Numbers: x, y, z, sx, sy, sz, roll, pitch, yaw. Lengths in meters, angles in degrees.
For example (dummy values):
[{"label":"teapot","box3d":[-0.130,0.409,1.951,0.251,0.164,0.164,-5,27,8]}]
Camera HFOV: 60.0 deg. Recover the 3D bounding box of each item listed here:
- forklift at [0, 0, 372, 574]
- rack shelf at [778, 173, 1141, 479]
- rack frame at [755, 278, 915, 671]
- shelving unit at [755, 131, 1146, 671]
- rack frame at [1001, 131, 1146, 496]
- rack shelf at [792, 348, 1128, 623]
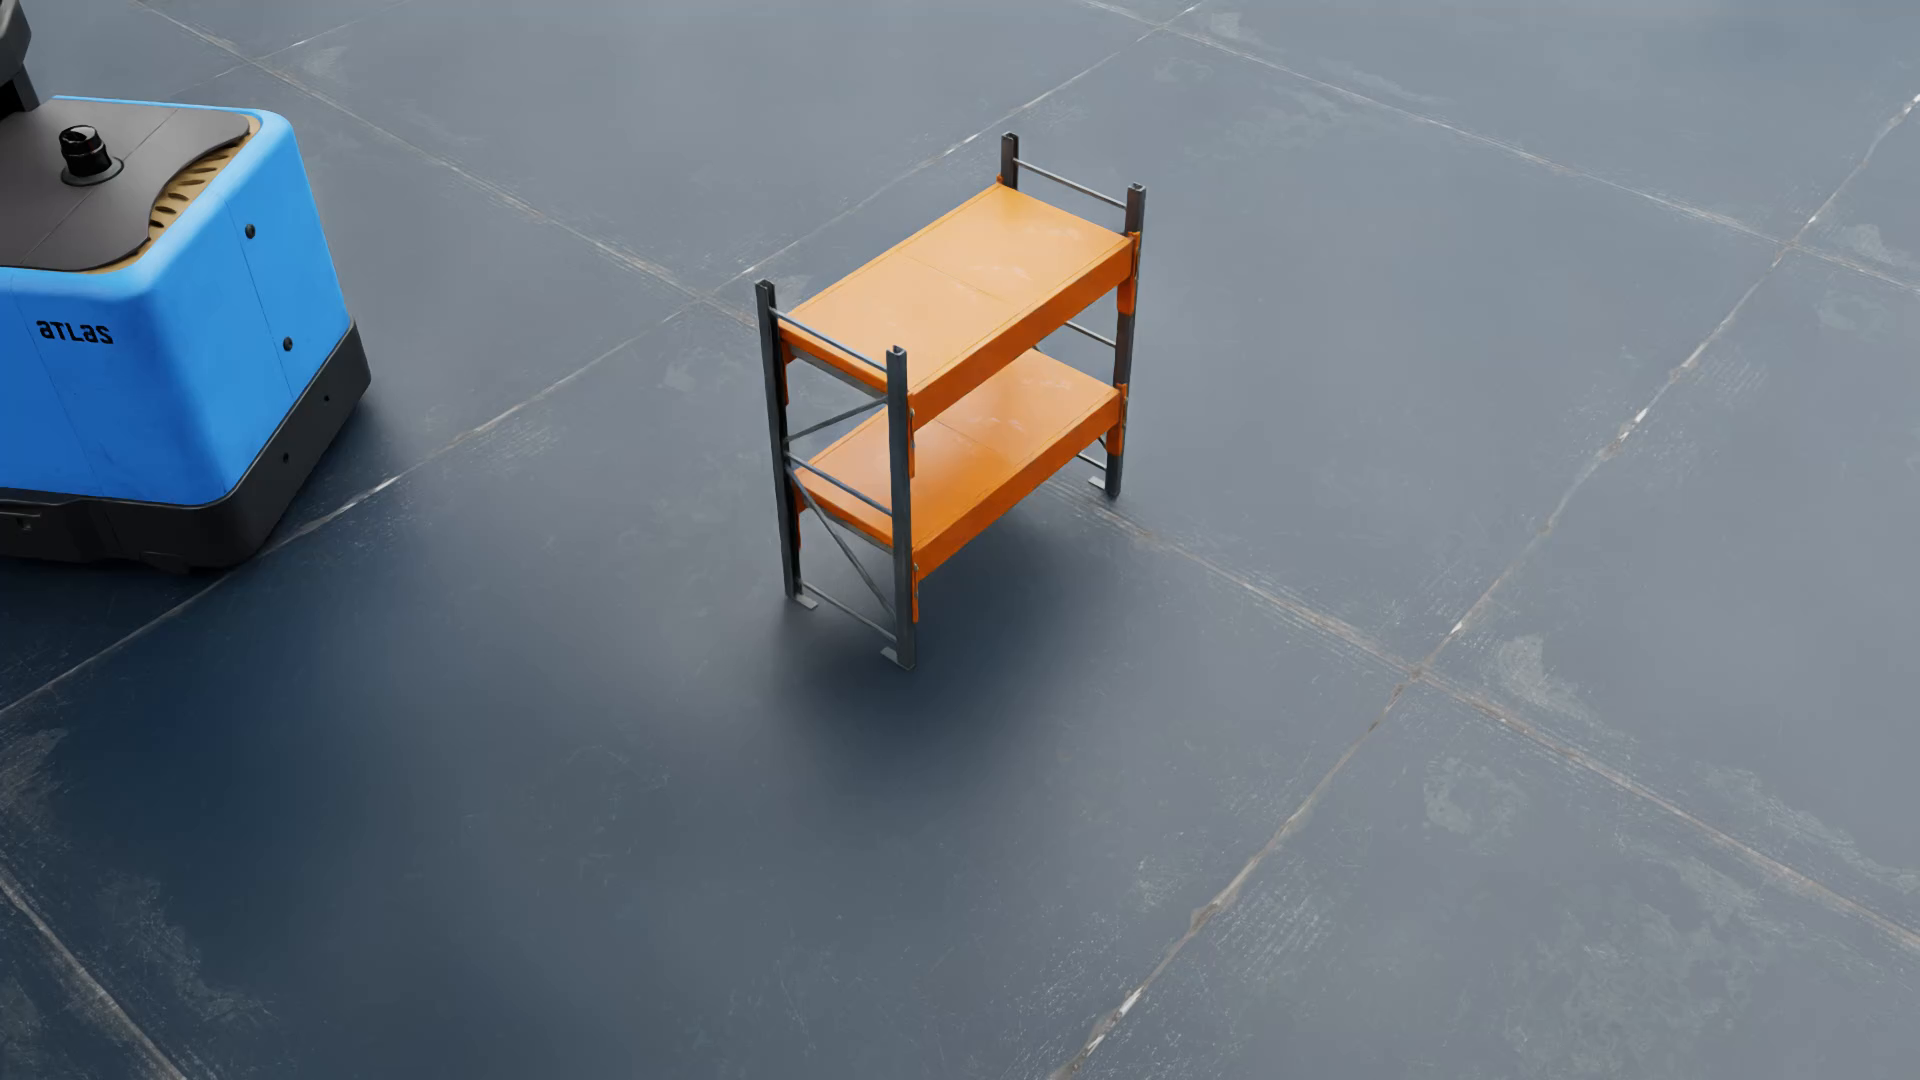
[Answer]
[{"label":"forklift","box3d":[-3.594,-1.430,4.644,3.031,2.935,1.130,5,43,6]},{"label":"rack shelf","box3d":[-0.004,-0.629,4.671,0.538,0.278,1.000,29,50,28]},{"label":"rack frame","box3d":[-0.332,-0.151,4.580,0.500,1.125,0.032,29,50,28]},{"label":"shelving unit","box3d":[-0.004,-0.413,4.868,0.538,1.125,1.048,29,50,28]},{"label":"rack frame","box3d":[0.323,-0.674,5.156,0.500,1.125,0.032,29,50,28]},{"label":"rack shelf","box3d":[-0.004,-0.232,5.032,0.538,0.278,1.000,29,50,28]}]
